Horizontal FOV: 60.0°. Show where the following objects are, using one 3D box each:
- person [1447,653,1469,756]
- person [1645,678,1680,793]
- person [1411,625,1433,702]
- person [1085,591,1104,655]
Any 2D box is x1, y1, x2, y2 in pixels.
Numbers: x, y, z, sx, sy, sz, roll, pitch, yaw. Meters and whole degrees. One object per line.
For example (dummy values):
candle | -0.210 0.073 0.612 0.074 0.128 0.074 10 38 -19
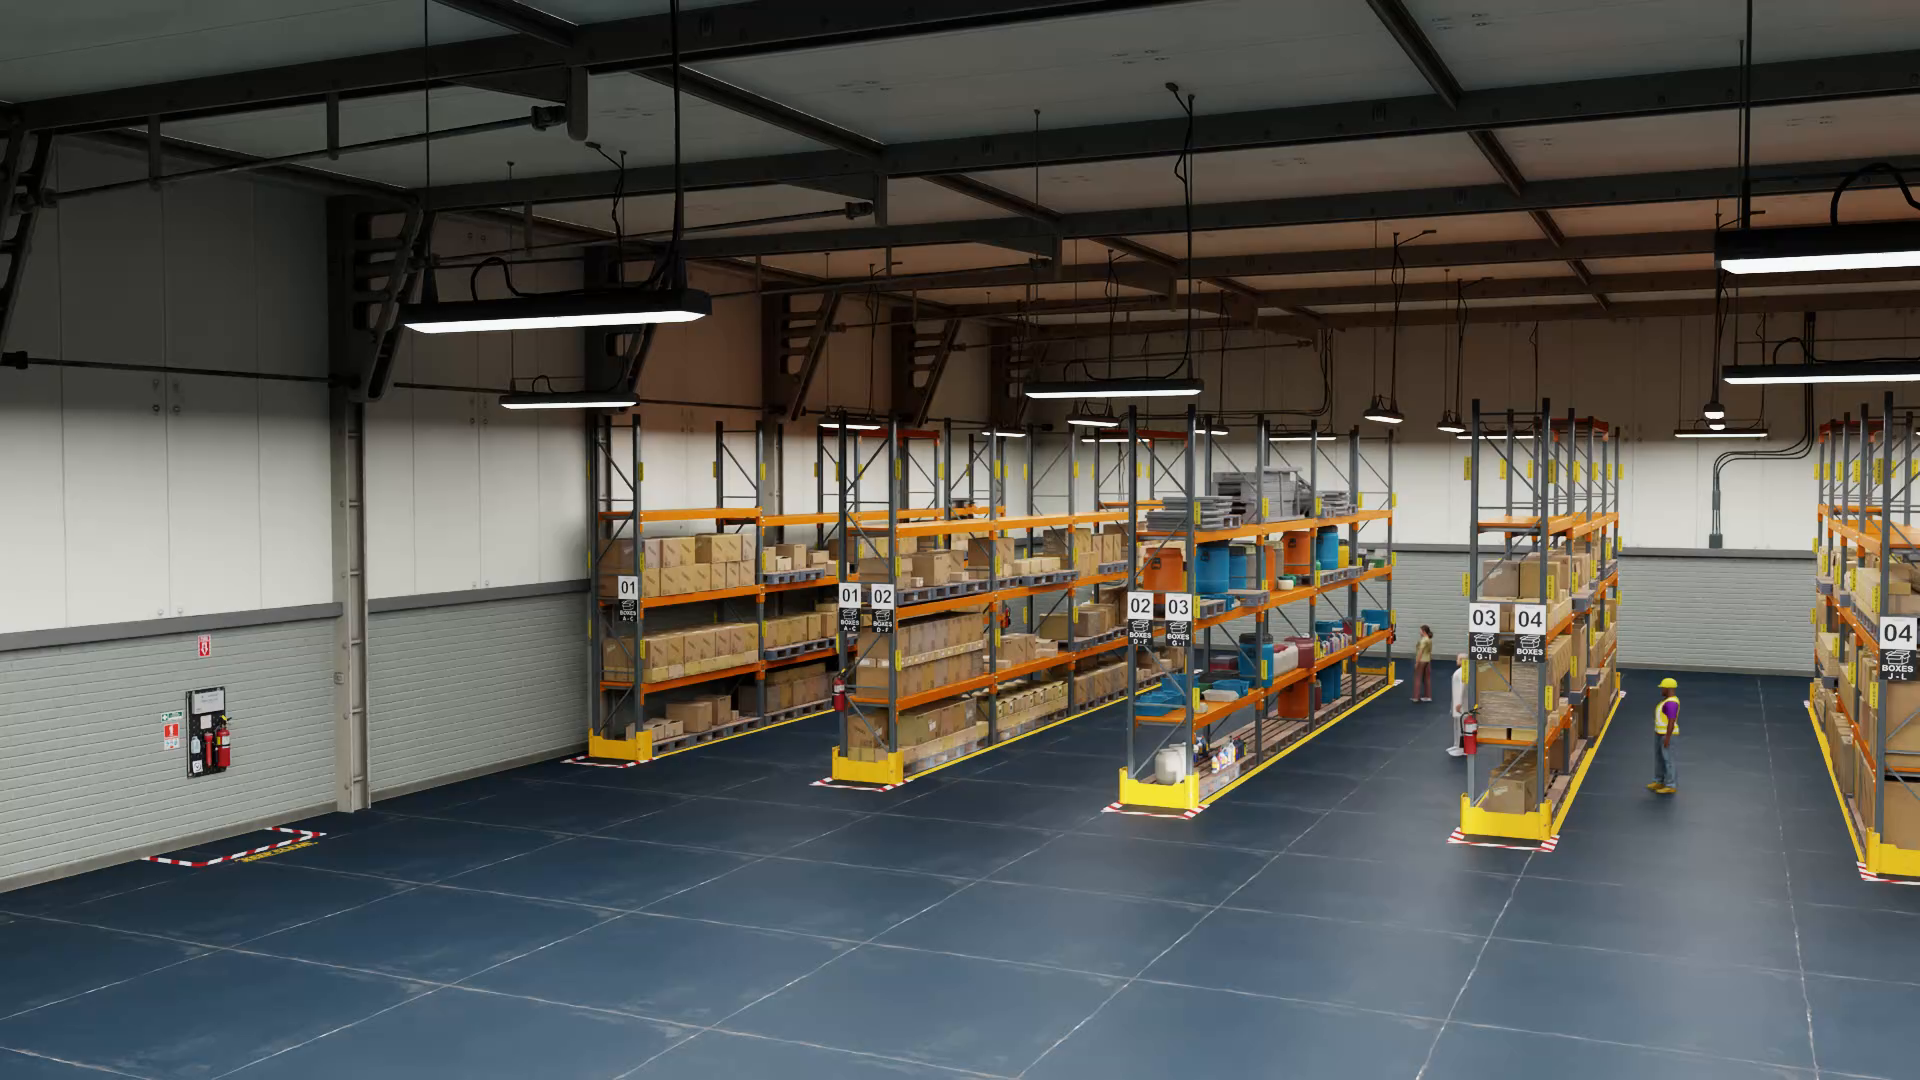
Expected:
person | 8.835 2.888 29.399 0.421 1.777 0.607 0 2 7
person | 11.025 3.041 26.030 0.484 1.763 0.631 0 2 2
person | 10.031 2.672 36.148 0.497 1.664 0.440 -2 3 -39
person | 3.648 2.257 45.527 0.596 1.740 0.813 -1 3 -31
